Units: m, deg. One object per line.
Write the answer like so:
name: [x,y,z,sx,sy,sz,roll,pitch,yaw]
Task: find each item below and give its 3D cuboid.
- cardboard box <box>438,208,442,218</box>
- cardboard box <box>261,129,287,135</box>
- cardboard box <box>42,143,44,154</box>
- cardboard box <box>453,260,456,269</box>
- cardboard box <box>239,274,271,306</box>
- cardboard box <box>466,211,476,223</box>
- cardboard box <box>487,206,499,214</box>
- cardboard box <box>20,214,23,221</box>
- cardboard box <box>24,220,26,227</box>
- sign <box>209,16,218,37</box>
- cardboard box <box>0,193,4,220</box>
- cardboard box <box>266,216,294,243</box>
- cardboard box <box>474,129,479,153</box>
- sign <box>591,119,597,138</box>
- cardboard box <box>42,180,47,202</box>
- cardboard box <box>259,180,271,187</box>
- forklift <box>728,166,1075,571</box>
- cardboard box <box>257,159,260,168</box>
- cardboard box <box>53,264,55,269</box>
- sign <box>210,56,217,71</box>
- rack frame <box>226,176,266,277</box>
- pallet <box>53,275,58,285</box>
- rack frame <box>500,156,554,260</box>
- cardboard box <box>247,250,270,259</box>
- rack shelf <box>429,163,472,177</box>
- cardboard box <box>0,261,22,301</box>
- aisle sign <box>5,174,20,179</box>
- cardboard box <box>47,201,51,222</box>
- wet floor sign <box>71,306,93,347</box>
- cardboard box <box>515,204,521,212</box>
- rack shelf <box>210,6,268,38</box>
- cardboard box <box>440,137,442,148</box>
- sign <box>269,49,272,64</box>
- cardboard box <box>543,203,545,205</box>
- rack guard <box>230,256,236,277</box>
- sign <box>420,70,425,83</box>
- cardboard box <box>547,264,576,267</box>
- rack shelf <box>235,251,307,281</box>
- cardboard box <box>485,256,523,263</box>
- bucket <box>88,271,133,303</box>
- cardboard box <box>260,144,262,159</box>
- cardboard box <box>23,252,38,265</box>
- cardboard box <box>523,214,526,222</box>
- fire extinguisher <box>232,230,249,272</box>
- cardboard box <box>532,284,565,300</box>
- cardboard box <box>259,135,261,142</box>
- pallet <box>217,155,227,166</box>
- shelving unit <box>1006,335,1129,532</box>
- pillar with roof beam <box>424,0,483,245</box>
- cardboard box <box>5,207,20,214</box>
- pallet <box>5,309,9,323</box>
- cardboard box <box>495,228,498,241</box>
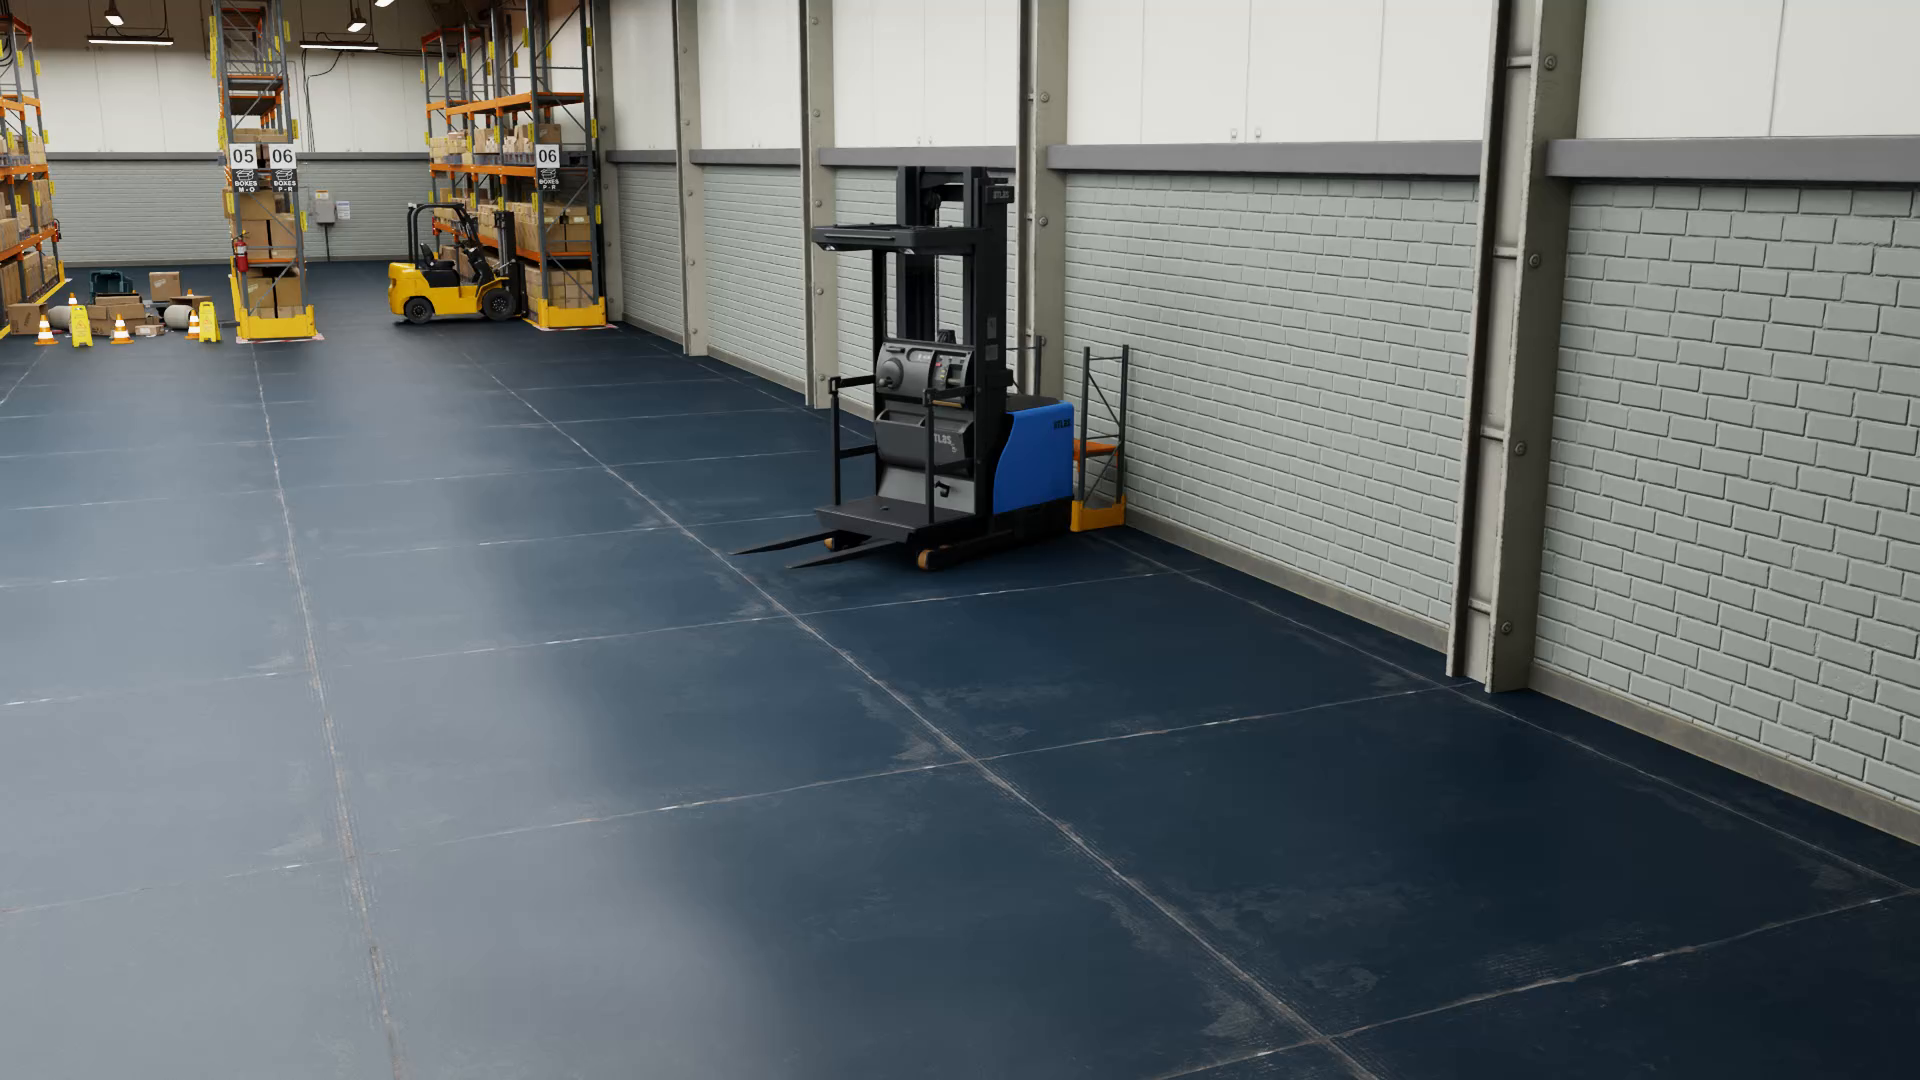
cardboard box: [-13.114,-8.419,42.766,0.500,0.250,0.500,-6,14,-24]
cardboard box: [-13.273,-7.841,32.235,0.500,0.250,0.500,-6,14,-24]
cardboard box: [-22.081,-9.316,39.541,0.500,0.250,0.500,-6,14,-25]
cardboard box: [-12.490,-6.882,41.585,0.396,0.266,0.258,-5,14,-21]
cardboard box: [-12.367,-4.399,29.226,0.500,0.500,0.500,-5,14,-21]
cardboard box: [-10.972,-7.341,37.837,0.500,0.250,0.500,-6,14,-26]
cardboard box: [-9.868,-7.027,35.420,0.380,0.149,0.250,-5,14,-22]
cardboard box: [-19.933,-6.770,34.935,0.380,0.149,0.250,-5,14,-21]
cardboard box: [-20.137,-6.734,35.439,0.380,0.149,0.250,-6,14,-25]
sign: [-12.111,-8.328,26.972,0.100,0.325,0.005,-6,14,-23]
cardboard box: [-18.920,-6.441,32.110,0.700,0.500,0.500,-6,14,-24]
cardboard box: [-12.157,-5.552,29.823,0.500,0.500,0.500,-6,14,-24]
cardboard box: [-10.186,-8.612,35.902,0.500,0.500,0.500,-5,14,-22]
sign: [-6.537,-7.343,29.676,0.100,0.325,0.005,-6,14,-23]
cardboard box: [-21.668,-8.154,38.849,0.500,0.500,0.500,-5,14,-20]
cardboard box: [-16.290,-8.339,38.868,0.380,0.149,0.250,-6,14,-24]
forklift: [-0.417,-1.322,12.583,1.130,2.935,3.031,11,17,40]
cardboard box: [-12.239,-6.471,28.582,0.380,0.149,0.250,-6,14,-23]
cardboard box: [-21.816,-6.527,39.649,0.380,0.149,0.250,-6,14,-25]
sign: [-16.920,-10.808,37.688,0.100,0.325,0.005,-6,14,-23]
rack frame: [-18.004,-8.224,42.253,1.000,3.000,0.127,-6,14,-23]
pallet: [-22.176,-6.211,39.739,1.003,0.211,1.213,-6,14,-23]
rack frame: [-8.650,-6.194,33.481,1.000,3.000,0.127,-6,14,-23]
cardboard box: [-11.940,-4.854,28.249,0.380,0.149,0.250,-5,14,-21]
rack shelf: [-12.656,-9.371,42.151,1.077,0.370,4.000,-6,14,-23]
cardboard box: [-19.133,-5.078,32.717,1.050,0.750,0.750,-6,14,-24]
aisle sign: [-22.803,-9.011,39.886,0.394,0.787,0.004,-6,14,-23]
cardboard box: [-21.882,-7.774,39.424,0.500,0.500,0.500,-6,14,-24]
wet floor sign: [-14.264,-3.477,26.961,0.267,0.644,0.232,-9,16,-33]
cardboard box: [-8.359,-6.400,32.050,0.380,0.149,0.250,-6,14,-24]
rack shelf: [-15.600,-11.176,35.927,1.077,0.370,4.000,-6,14,-23]
cardboard box: [-12.684,-9.916,41.473,0.500,0.250,0.500,-5,14,-22]
sign: [-14.306,-10.039,34.541,0.100,0.325,0.005,-6,14,-23]
cardboard box: [-8.065,-6.556,32.725,0.380,0.149,0.250,-6,14,-23]
rack guard: [-18.014,-7.012,42.556,1.175,0.500,0.348,-6,14,-23]
sign: [-13.955,-12.041,43.191,0.100,0.325,0.005,-6,14,-23]
cardboard box: [-7.660,-5.150,31.919,0.500,0.250,0.500,-6,14,-24]
rack shelf: [-12.396,-4.982,29.837,1.077,0.370,4.000,-6,14,-23]
cardboard box: [-10.015,-5.938,36.710,0.875,0.625,0.625,-5,14,-21]
bucket: [-15.525,-4.603,30.495,0.726,0.611,0.620,-1,3,-4]
cardboard box: [-11.975,-6.789,29.073,0.500,0.250,0.500,-5,14,-21]
cardboard box: [-20.173,-6.044,35.780,0.500,0.250,0.500,-5,14,-20]
cardboard box: [-7.980,-6.042,31.162,0.380,0.149,0.250,-6,14,-23]
fire extinguisher: [-11.971,-4.816,27.697,0.296,0.674,0.183,-6,14,-23]
cardboard box: [-7.530,-4.549,30.430,0.500,0.250,0.500,-6,14,-24]
cardboard box: [-11.666,-6.789,28.186,0.380,0.149,0.250,-6,14,-23]
pallet: [-15.106,-8.069,35.349,1.213,0.211,1.003,-5,14,-20]
shelving unit: [0.825,-0.923,13.979,0.587,1.500,1.083,-9,15,-41]
pillar with roof beam: [-17.656,-11.846,44.596,9.100,9.000,0.548,-6,14,-23]
cardboard box: [-19.830,-6.860,34.664,0.380,0.149,0.250,-5,14,-21]
pallet: [-18.070,-4.071,30.493,1.003,0.211,1.213,-6,14,-23]
cardboard box: [-9.299,-6.305,34.293,0.500,0.250,0.500,-6,14,-23]
